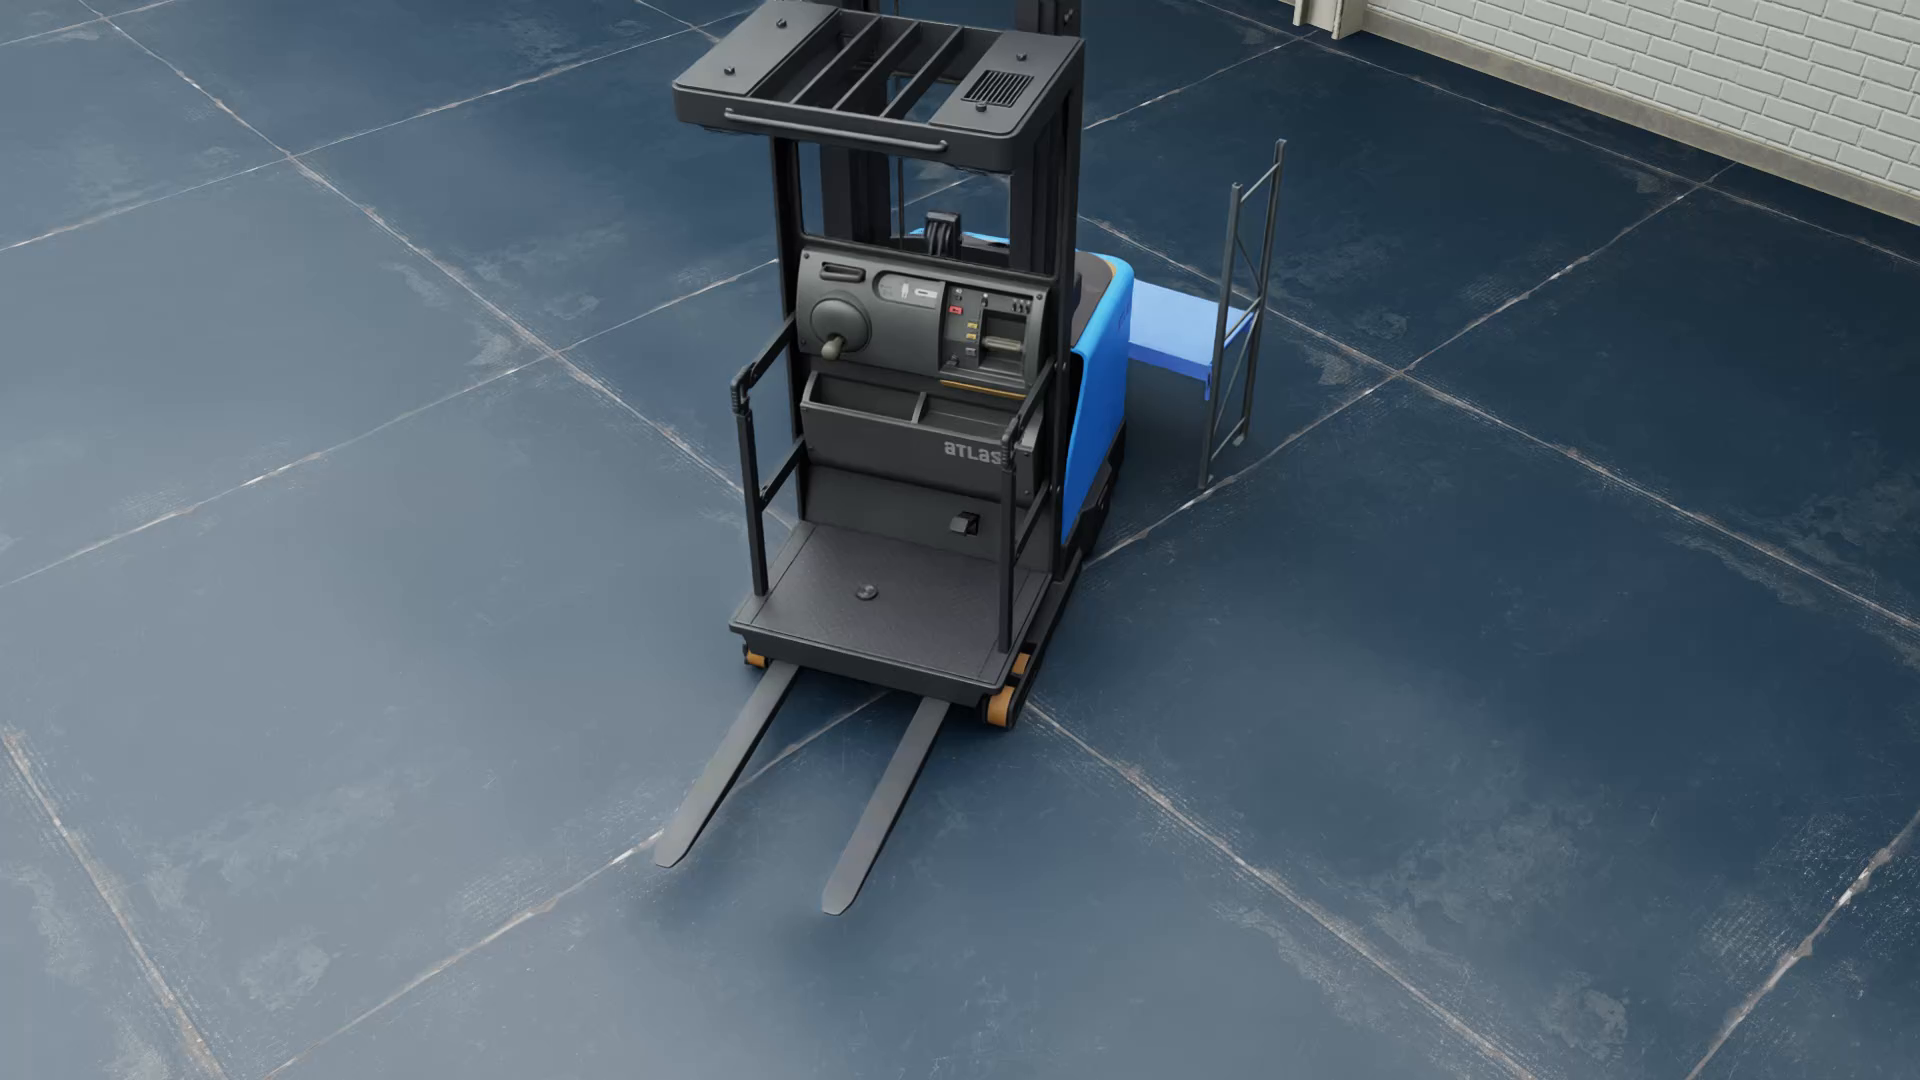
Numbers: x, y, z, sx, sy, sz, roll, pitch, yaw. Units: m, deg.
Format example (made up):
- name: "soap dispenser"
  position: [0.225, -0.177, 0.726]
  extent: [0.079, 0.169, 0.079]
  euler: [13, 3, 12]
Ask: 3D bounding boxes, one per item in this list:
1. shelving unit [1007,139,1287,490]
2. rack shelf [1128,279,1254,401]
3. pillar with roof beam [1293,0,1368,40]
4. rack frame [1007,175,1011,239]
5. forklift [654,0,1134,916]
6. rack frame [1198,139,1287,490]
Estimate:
- name: "shelving unit"
  position: [0.784, -1.115, 7.437]
  extent: [1.048, 1.500, 0.538]
  euler: [21, 43, 24]
- name: "rack shelf"
  position: [0.784, -0.975, 7.550]
  extent: [1.000, 0.185, 0.538]
  euler: [21, 43, 24]
- name: "pillar with roof beam"
  position: [-0.570, -5.303, 6.654]
  extent: [9.100, 9.000, 0.400]
  euler: [-30, 48, -32]
- name: "rack frame"
  position: [0.348, -1.279, 7.640]
  extent: [0.032, 1.500, 0.500]
  euler: [21, 43, 24]
- name: "forklift"
  position: [-0.214, -0.716, 5.804]
  extent: [1.130, 2.935, 3.031]
  euler: [12, 41, 15]
- name: "rack frame"
  position: [1.220, -0.951, 7.234]
  extent: [0.032, 1.500, 0.500]
  euler: [21, 43, 24]
